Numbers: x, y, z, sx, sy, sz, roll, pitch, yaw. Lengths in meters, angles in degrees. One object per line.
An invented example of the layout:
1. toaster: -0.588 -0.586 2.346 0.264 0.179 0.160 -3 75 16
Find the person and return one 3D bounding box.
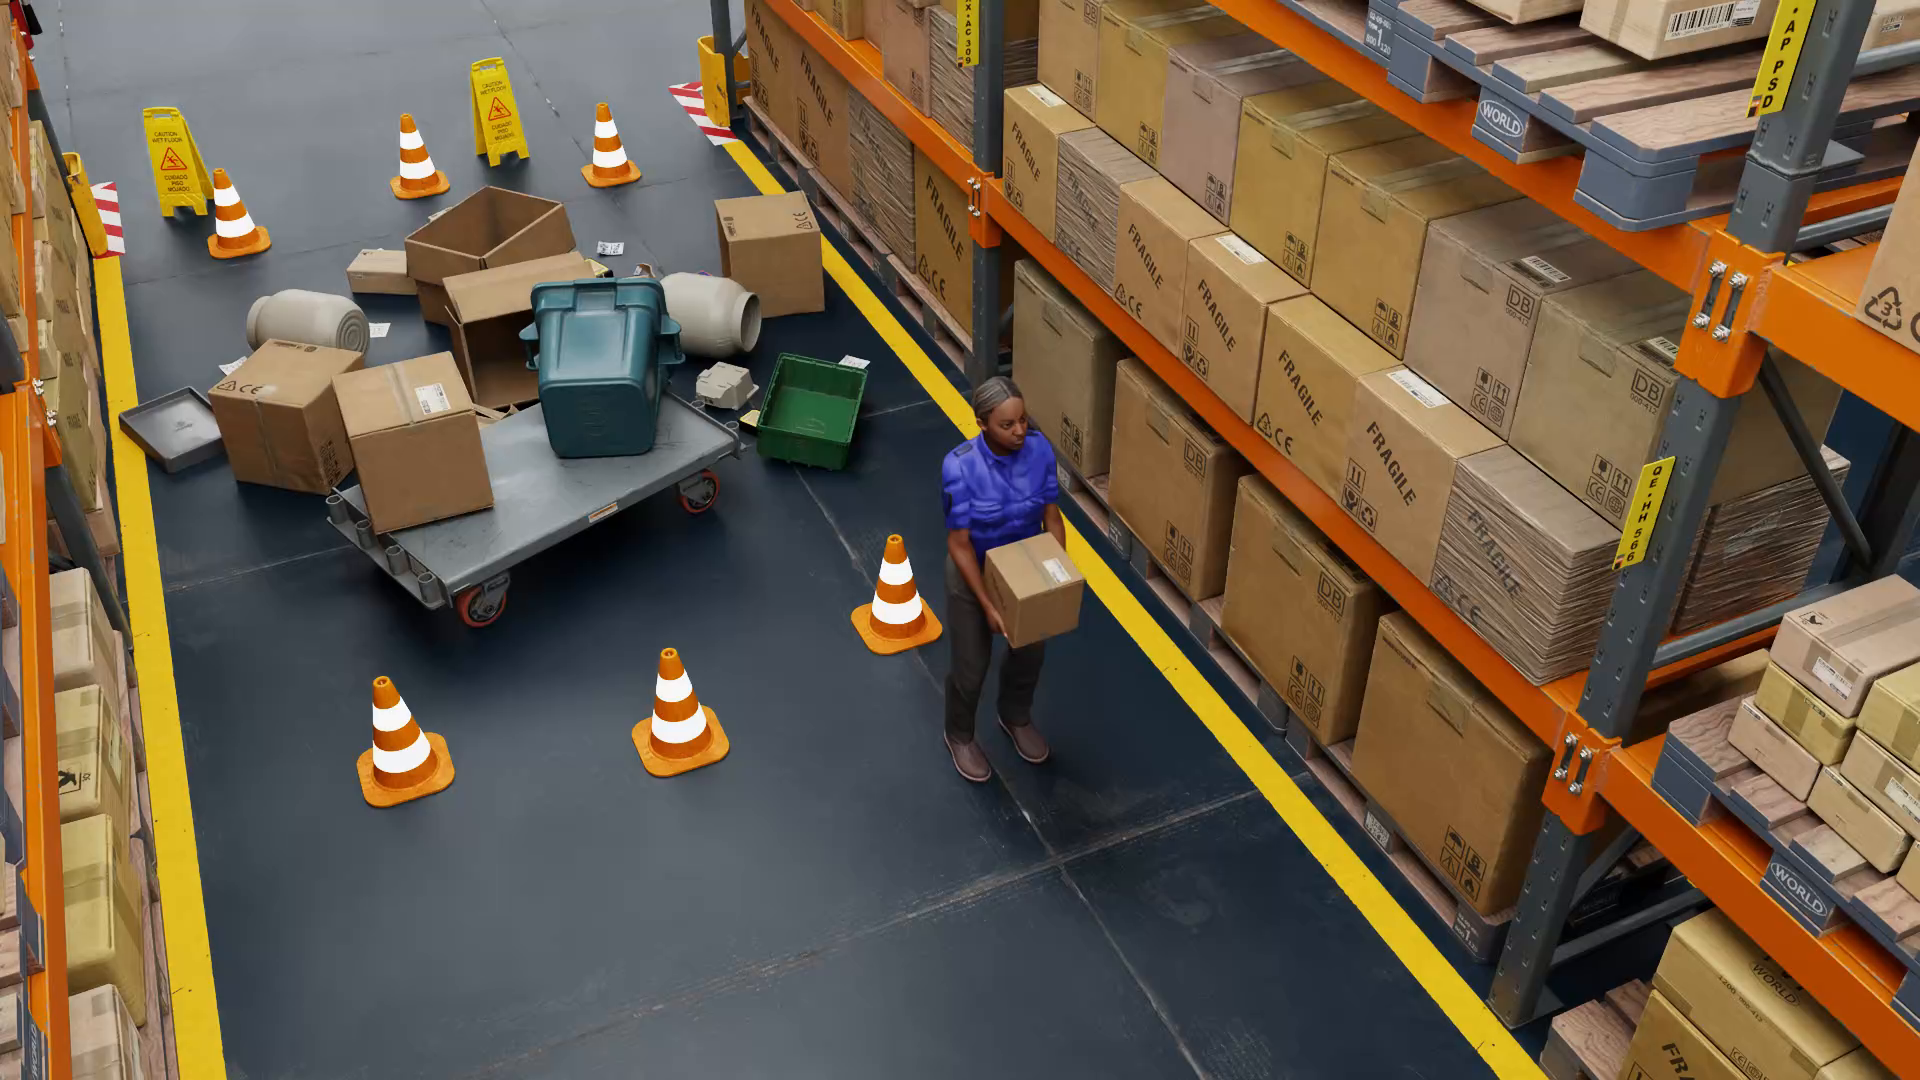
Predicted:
1. person: 0.173 0.194 5.910 0.441 1.656 0.499 -16 40 -20
